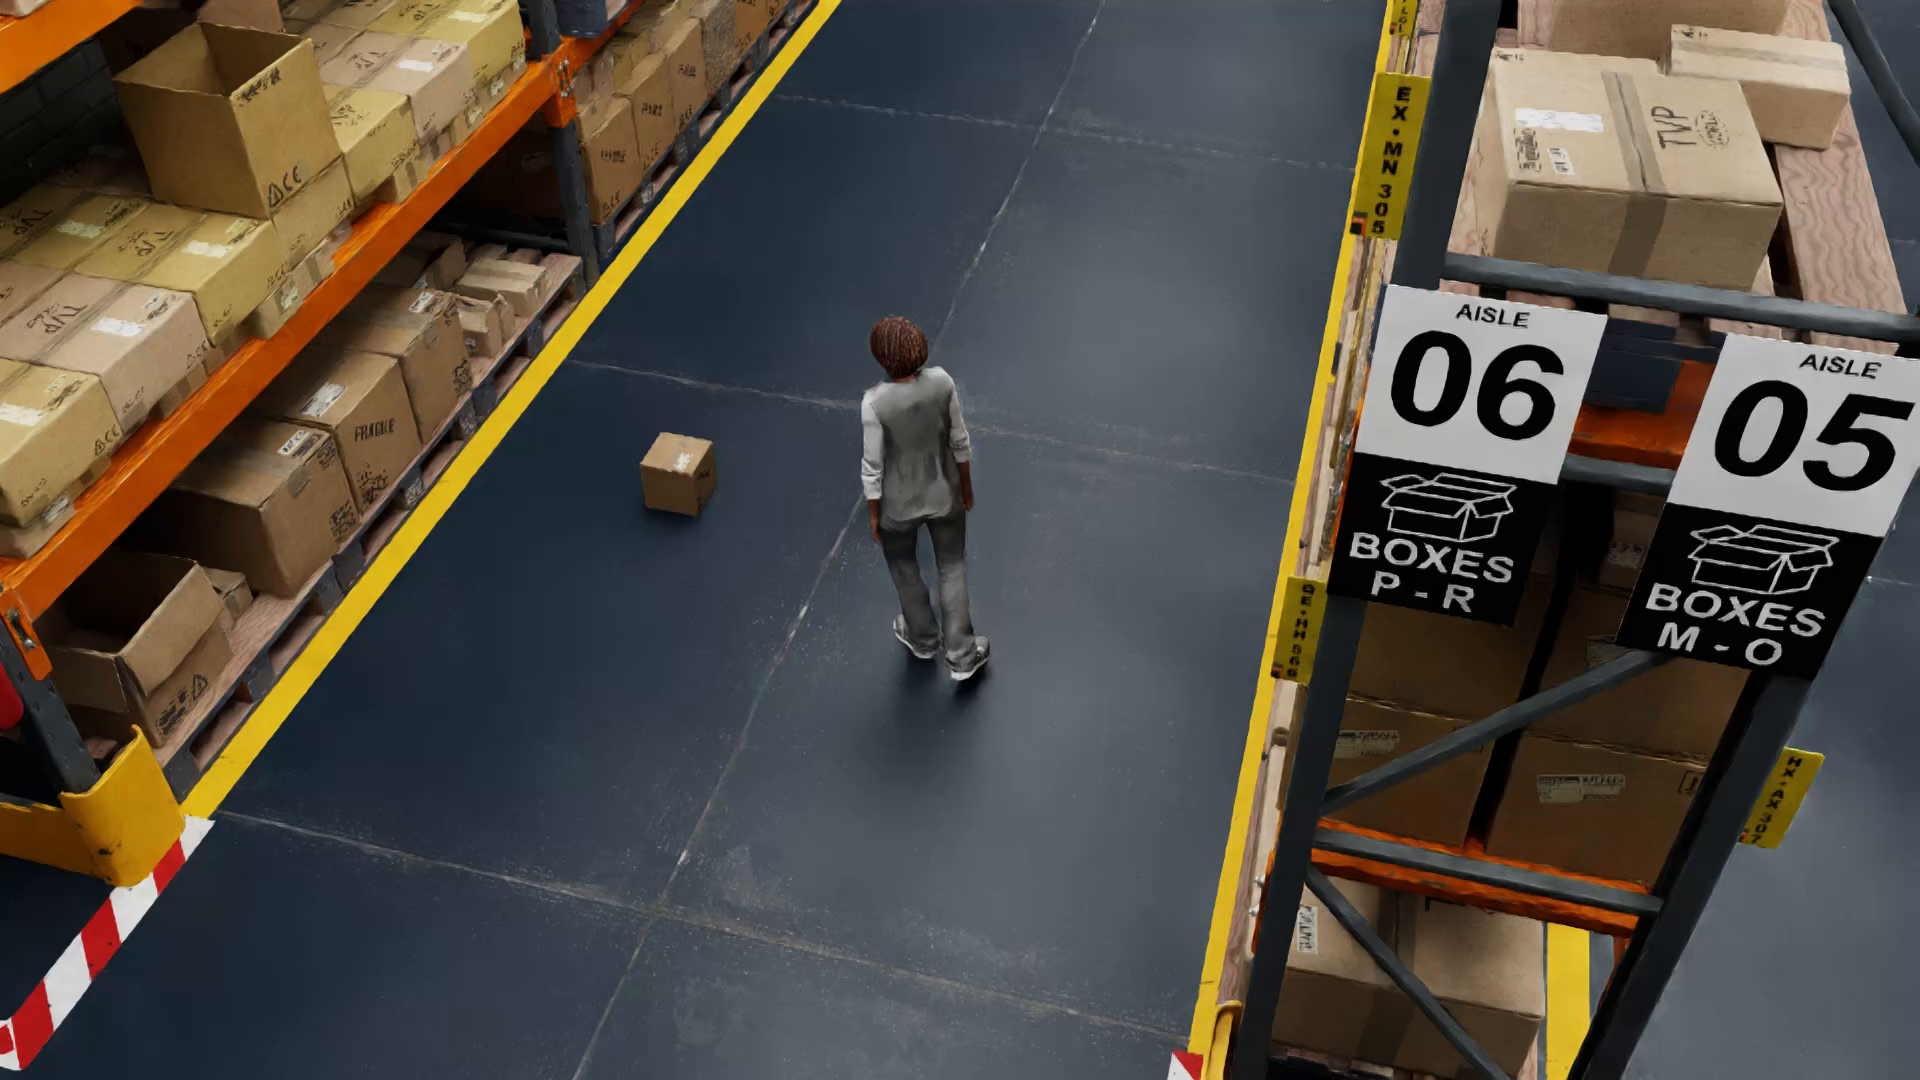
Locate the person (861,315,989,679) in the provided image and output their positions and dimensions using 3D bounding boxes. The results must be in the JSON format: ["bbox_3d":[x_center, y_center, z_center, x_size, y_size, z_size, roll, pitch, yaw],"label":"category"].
[{"bbox_3d":[-0.129,-0.114,6.297,0.470,1.587,0.499,-14,43,-15],"label":"person"}]
